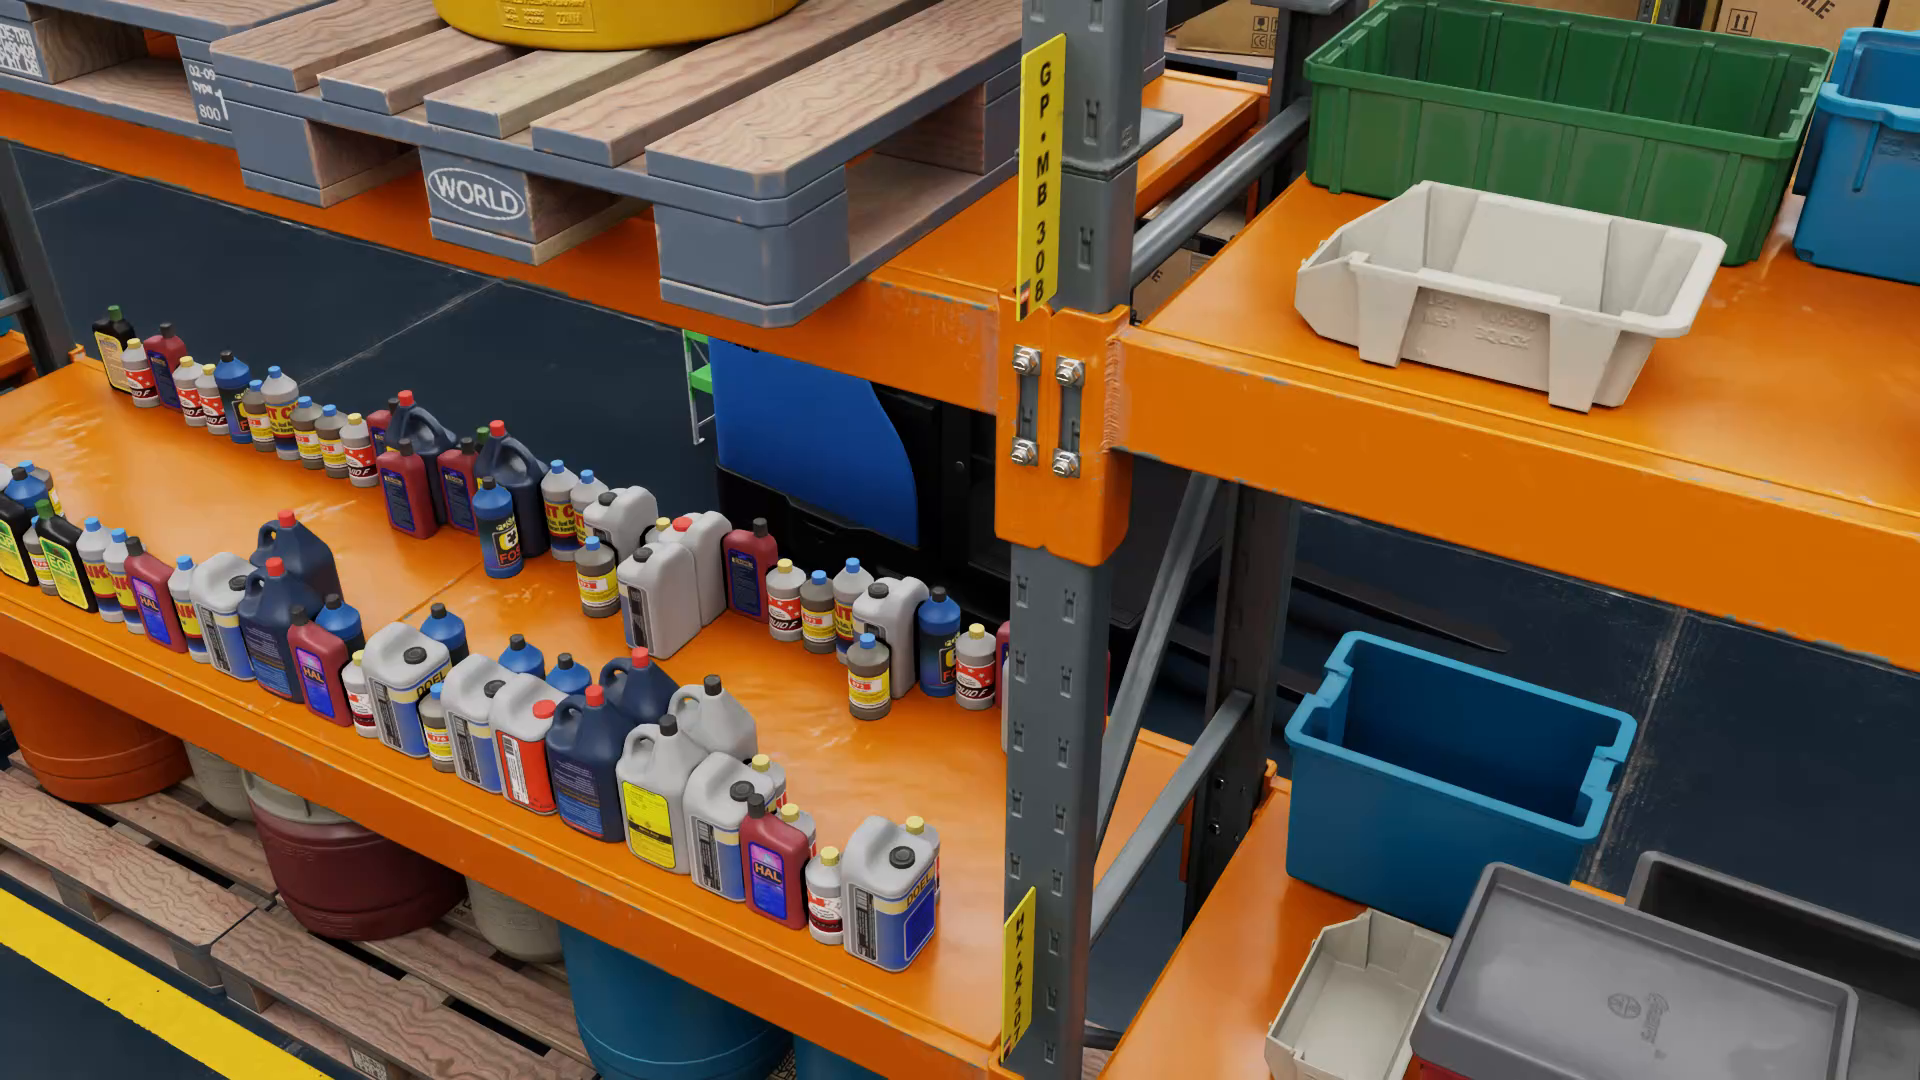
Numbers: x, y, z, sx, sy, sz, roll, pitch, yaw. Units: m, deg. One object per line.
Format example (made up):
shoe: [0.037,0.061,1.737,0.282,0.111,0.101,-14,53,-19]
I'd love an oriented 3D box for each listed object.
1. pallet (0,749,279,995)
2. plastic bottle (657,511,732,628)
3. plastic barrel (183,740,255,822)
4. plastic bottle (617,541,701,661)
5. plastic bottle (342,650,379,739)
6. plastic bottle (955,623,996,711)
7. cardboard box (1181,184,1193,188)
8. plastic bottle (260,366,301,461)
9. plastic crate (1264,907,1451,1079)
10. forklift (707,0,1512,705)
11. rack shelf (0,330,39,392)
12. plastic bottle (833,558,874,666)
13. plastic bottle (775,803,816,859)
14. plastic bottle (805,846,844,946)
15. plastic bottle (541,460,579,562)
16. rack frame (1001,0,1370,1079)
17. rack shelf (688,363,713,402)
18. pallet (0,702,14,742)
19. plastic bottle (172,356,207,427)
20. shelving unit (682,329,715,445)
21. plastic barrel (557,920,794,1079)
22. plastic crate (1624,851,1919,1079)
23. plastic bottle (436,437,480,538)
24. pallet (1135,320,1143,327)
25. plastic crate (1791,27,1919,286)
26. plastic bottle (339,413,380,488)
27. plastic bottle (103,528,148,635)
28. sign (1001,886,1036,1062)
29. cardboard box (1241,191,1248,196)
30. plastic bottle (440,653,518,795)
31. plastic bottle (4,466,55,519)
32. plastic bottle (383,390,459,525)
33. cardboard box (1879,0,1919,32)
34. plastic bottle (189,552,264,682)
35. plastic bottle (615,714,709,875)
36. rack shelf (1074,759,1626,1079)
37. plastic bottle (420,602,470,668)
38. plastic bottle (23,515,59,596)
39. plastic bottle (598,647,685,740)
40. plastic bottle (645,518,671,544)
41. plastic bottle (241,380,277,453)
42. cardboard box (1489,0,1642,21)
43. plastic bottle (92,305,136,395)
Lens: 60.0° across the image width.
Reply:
pallet: [-2.398,0.822,5.325,1.213,0.211,1.003,18,37,24]
plastic bottle: [-0.647,0.051,4.078,0.135,0.276,0.152,18,37,24]
plastic barrel: [-2.136,0.564,5.062,0.421,0.512,0.421,0,34,0]
plastic bottle: [-0.723,0.125,3.969,0.135,0.276,0.152,18,37,24]
plastic bottle: [-1.321,0.336,3.718,0.097,0.201,0.097,0,34,0]
plastic bottle: [0.038,0.282,3.800,0.097,0.201,0.097,0,34,0]
cardboard box: [1.194,-1.632,8.353,0.500,0.500,0.500,16,37,23]
plastic bottle: [-1.911,-0.364,4.707,0.097,0.271,0.097,0,34,0]
plastic crate: [0.703,0.847,2.956,0.243,0.136,0.396,18,37,24]
forklift: [0.507,-1.015,5.630,3.031,2.935,1.130,22,39,29]
rack shelf: [-4.840,-0.786,5.873,4.000,0.370,1.077,18,37,24]
plastic bottle: [-0.248,0.162,3.916,0.097,0.271,0.097,0,34,0]
plastic bottle: [-0.333,0.610,3.307,0.097,0.201,0.097,0,34,0]
plastic bottle: [-0.247,0.676,3.208,0.097,0.201,0.097,0,34,0]
plastic bottle: [-1.020,-0.082,4.283,0.097,0.271,0.097,0,34,0]
rack frame: [0.369,0.565,3.195,0.127,3.000,1.000,18,37,24]
rack shelf: [-0.908,-0.644,7.183,0.480,0.148,0.258,22,39,29]
pallet: [-3.757,0.394,5.968,1.213,0.211,1.003,18,37,24]
plastic bottle: [-2.249,-0.442,4.887,0.097,0.201,0.097,0,34,0]
shelving unit: [-0.908,-0.897,7.014,0.503,1.200,0.258,22,39,29]
plastic barrel: [-0.709,0.911,4.190,0.708,0.901,0.600,18,37,24]
plastic crate: [1.475,0.833,2.987,0.590,0.125,0.437,18,37,24]
plastic bottle: [-1.302,-0.149,4.373,0.133,0.283,0.061,18,37,24]
pallet: [1.042,-1.197,8.358,1.213,0.211,1.003,18,37,24]
plastic crate: [1.318,-0.517,2.265,0.300,0.233,0.416,18,37,24]
plastic bottle: [-1.657,-0.255,4.606,0.097,0.201,0.097,0,34,0]
plastic bottle: [-1.999,0.092,4.021,0.097,0.271,0.097,0,34,0]
sign: [0.095,0.714,2.722,0.005,0.325,0.100,18,37,24]
cardboard box: [1.663,-1.798,7.925,0.500,0.250,0.500,18,38,24]
plastic bottle: [-1.005,0.388,3.574,0.135,0.276,0.152,18,37,24]
plastic bottle: [-2.369,-0.064,4.256,0.097,0.271,0.097,0,34,0]
plastic bottle: [-1.431,-0.230,4.434,0.185,0.351,0.144,18,37,24]
cardboard box: [3.548,-1.869,5.858,0.500,0.500,0.500,16,37,23]
plastic bottle: [-1.684,0.173,3.897,0.135,0.276,0.152,18,37,24]
plastic bottle: [-0.591,0.490,3.352,0.185,0.351,0.144,18,37,24]
rack shelf: [2.106,1.414,2.569,4.000,0.370,1.077,18,37,24]
plastic bottle: [-1.161,0.261,3.768,0.097,0.271,0.097,0,34,0]
plastic bottle: [-2.283,0.031,4.176,0.097,0.201,0.097,0,34,0]
plastic bottle: [-0.680,0.370,3.533,0.185,0.351,0.144,18,37,24]
plastic bottle: [-0.734,0.037,4.167,0.097,0.201,0.097,0,34,0]
plastic bottle: [-1.996,-0.362,4.767,0.097,0.201,0.097,0,34,0]
cardboard box: [2.530,-2.272,6.986,0.500,0.500,0.700,6,34,9]
plastic bottle: [-2.541,-0.581,5.021,0.133,0.283,0.061,18,37,24]
